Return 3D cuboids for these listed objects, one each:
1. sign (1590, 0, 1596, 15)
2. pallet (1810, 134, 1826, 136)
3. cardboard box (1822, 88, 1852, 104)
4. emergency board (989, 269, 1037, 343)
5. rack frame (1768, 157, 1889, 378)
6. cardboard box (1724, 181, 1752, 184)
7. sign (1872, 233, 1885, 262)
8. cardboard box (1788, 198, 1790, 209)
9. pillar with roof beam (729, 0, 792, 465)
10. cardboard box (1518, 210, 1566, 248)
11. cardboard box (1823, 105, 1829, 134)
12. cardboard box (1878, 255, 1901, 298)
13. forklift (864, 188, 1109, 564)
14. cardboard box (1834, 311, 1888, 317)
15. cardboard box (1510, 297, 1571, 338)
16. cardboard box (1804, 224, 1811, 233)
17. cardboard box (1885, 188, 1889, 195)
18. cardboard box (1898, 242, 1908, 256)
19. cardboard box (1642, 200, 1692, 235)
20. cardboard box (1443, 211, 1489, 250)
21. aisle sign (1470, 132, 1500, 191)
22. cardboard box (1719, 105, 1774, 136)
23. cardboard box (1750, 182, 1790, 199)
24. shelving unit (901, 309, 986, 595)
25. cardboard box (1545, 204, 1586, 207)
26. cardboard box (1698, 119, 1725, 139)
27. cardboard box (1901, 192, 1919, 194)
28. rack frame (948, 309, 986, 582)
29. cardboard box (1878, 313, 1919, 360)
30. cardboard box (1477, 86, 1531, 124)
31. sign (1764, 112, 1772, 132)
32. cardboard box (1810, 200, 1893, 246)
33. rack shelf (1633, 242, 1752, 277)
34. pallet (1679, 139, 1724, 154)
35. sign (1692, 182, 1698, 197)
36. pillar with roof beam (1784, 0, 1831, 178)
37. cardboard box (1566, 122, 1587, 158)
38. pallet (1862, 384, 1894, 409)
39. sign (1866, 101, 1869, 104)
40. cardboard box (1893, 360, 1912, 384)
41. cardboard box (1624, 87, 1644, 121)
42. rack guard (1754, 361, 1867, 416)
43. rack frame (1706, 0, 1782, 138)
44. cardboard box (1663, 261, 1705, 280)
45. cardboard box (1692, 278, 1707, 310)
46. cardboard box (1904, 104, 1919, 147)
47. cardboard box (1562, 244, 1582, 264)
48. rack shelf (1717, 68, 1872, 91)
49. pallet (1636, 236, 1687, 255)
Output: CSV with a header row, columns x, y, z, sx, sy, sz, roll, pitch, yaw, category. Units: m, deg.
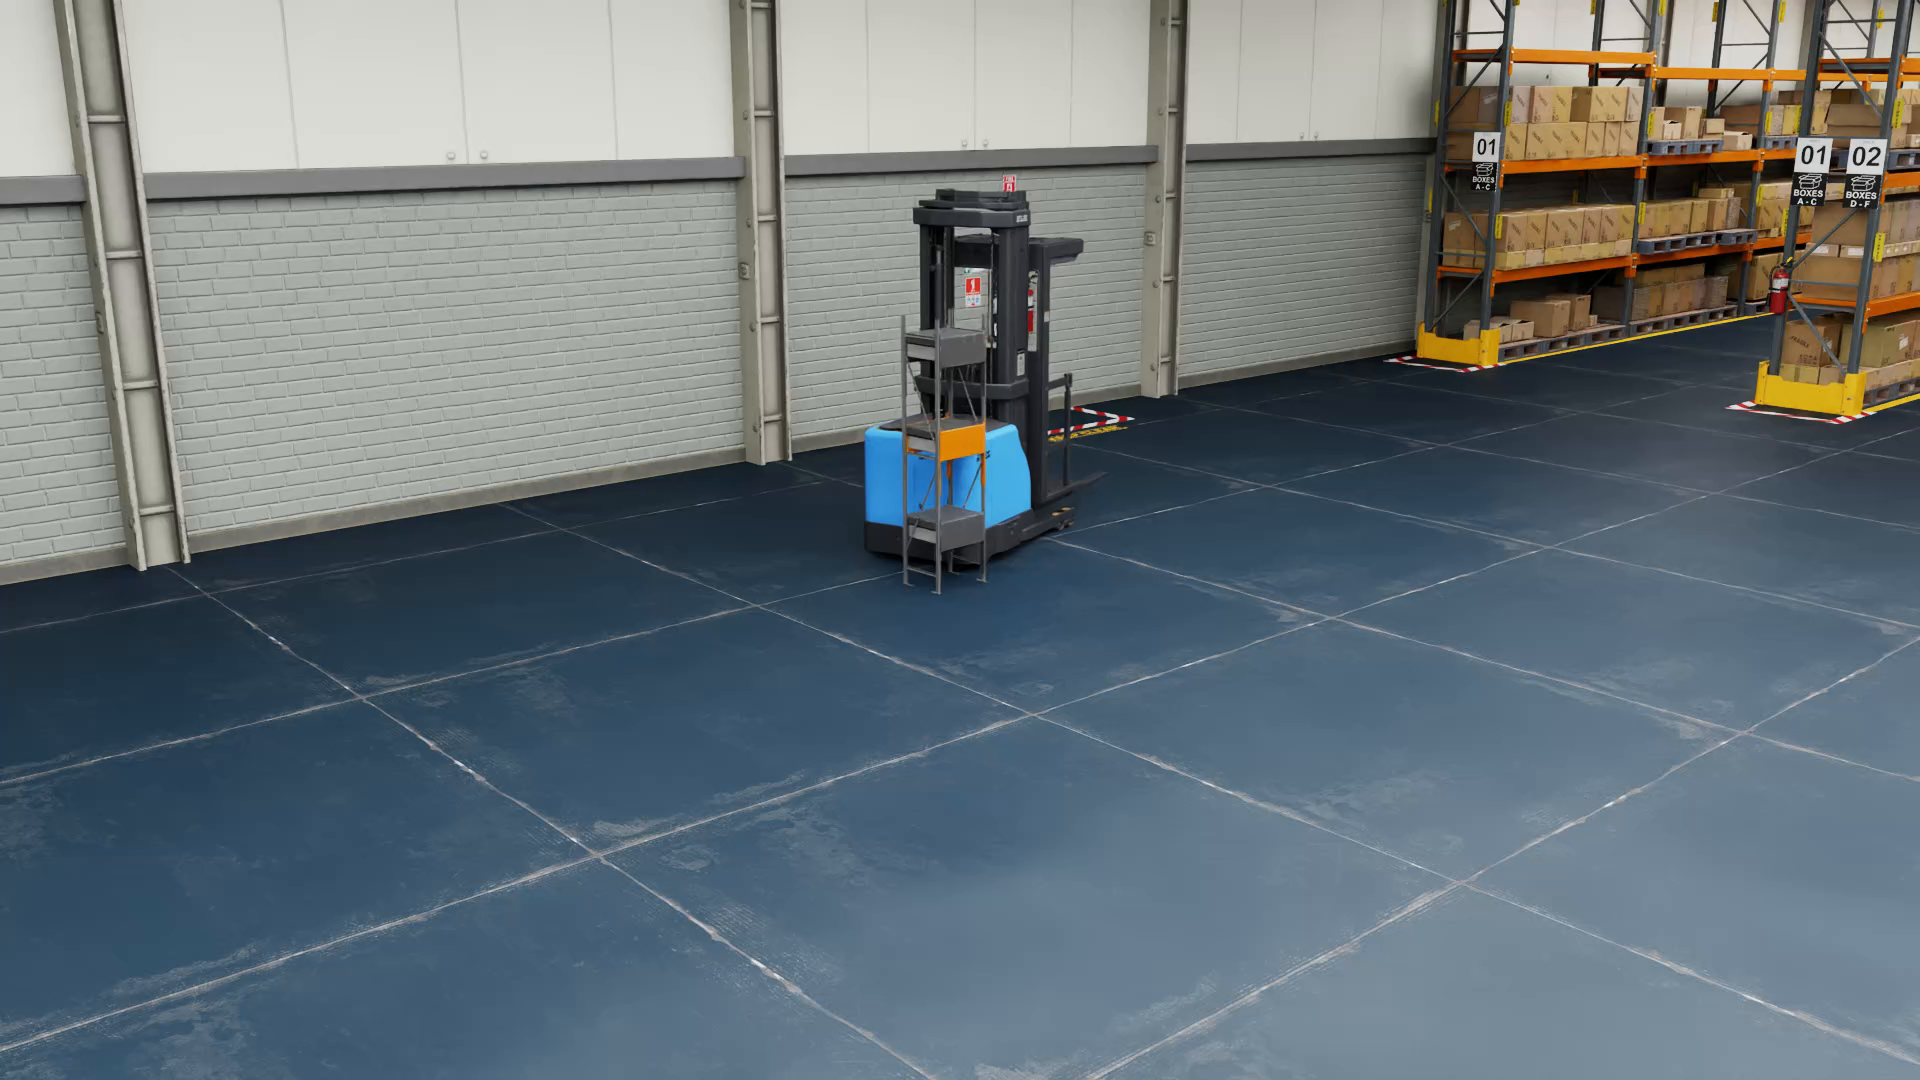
x,y,z,sx,sy,sz,roll,pitch,yaw,category
9.741,-8.238,25.536,0.005,0.325,0.100,-13,19,-39,sign
15.486,-7.252,30.145,1.217,0.209,0.805,-14,20,-42,pallet
16.519,-8.214,31.206,0.500,0.500,0.500,-13,20,-40,cardboard box
0.637,-2.886,19.244,0.643,1.169,0.194,-13,19,-39,emergency board
10.347,-3.063,19.906,0.127,3.000,1.000,-13,19,-39,rack frame
13.692,-6.161,29.240,0.500,0.250,0.500,-13,20,-41,cardboard box
10.707,-3.411,19.376,0.005,0.325,0.100,-13,19,-39,sign
14.438,-5.787,29.295,0.500,0.500,0.500,-13,20,-40,cardboard box
0.826,-4.342,13.066,0.400,9.000,9.100,-13,19,-39,pillar with roof beam
8.423,-4.517,24.147,0.500,0.500,0.500,-13,20,-41,cardboard box
15.409,-7.642,30.190,0.500,0.500,0.700,-14,20,-42,cardboard box
11.100,-3.278,20.516,0.500,0.500,0.700,-12,19,-38,cardboard box
0.376,-1.548,14.366,1.130,2.935,3.031,8,17,28,forklift
11.679,-2.706,21.628,0.500,0.500,0.500,-13,19,-39,cardboard box
8.690,-3.343,24.943,0.500,0.500,0.700,-14,21,-43,cardboard box
15.088,-5.629,29.960,0.250,0.149,0.380,-13,20,-41,cardboard box
17.119,-6.416,31.877,0.700,0.700,0.980,-13,20,-41,cardboard box
11.363,-3.579,20.386,0.250,0.149,0.380,-13,20,-40,cardboard box
11.419,-5.256,27.069,0.500,0.500,0.700,-10,18,-32,cardboard box
7.308,-4.448,23.888,0.500,0.500,0.500,-13,20,-40,cardboard box
7.235,-5.212,22.914,0.004,0.787,0.394,-13,19,-39,aisle sign
13.449,-7.184,28.474,0.700,0.500,0.500,14,21,43,cardboard box
14.044,-6.064,28.878,0.500,0.250,0.500,-13,20,-40,cardboard box
-0.122,-0.676,12.712,0.503,2.100,0.431,-14,21,-43,shelving unit
9.225,-4.878,25.500,0.500,0.500,0.500,-13,20,-40,cardboard box
12.089,-6.690,27.430,0.637,0.503,0.797,-9,18,-32,cardboard box
12.653,-4.254,21.655,0.500,0.500,0.700,-13,20,-39,cardboard box
0.052,-0.720,12.878,0.015,2.100,0.400,-14,21,-43,rack frame
12.031,-2.601,21.237,0.500,0.500,0.500,-13,19,-39,cardboard box
7.542,-6.035,23.050,0.500,0.500,0.500,14,21,43,cardboard box
13.482,-6.975,27.737,0.005,0.325,0.100,-13,19,-39,sign
10.747,-3.824,20.046,0.500,0.500,0.700,-13,19,-39,cardboard box
11.619,-4.696,27.412,4.000,0.370,1.077,-13,19,-39,rack shelf
11.426,-6.323,26.662,1.003,0.211,1.213,-13,19,-39,pallet
12.760,-6.049,28.841,0.005,0.325,0.100,-13,19,-39,sign
18.931,-8.407,28.287,0.400,9.000,9.100,-13,19,-39,pillar with roof beam
8.717,-5.810,24.143,0.500,0.500,0.500,-11,19,-36,cardboard box
10.896,-1.854,20.781,1.213,0.211,1.003,-13,19,-39,pallet
16.508,-7.807,30.241,0.005,0.325,0.100,-13,19,-39,sign
11.650,-2.155,21.021,0.500,0.250,0.500,-13,19,-39,cardboard box
9.910,-6.557,25.004,0.500,0.500,0.500,14,20,42,cardboard box
10.329,-1.852,20.213,0.348,0.500,1.175,-13,19,-39,rack guard
13.127,-8.281,27.813,0.127,3.000,1.000,-13,19,-39,rack frame
12.147,-4.533,27.946,0.500,0.250,0.500,-12,19,-38,cardboard box
12.153,-4.190,28.117,0.500,0.500,0.700,-13,20,-39,cardboard box
11.779,-5.060,20.288,0.500,0.500,0.500,-13,19,-39,cardboard box
8.822,-4.246,24.586,0.500,0.250,0.500,-12,19,-39,cardboard box
14.636,-8.079,29.226,4.000,0.370,1.077,-13,19,-39,rack shelf
10.782,-4.713,26.454,1.213,0.211,1.003,-13,19,-39,pallet
